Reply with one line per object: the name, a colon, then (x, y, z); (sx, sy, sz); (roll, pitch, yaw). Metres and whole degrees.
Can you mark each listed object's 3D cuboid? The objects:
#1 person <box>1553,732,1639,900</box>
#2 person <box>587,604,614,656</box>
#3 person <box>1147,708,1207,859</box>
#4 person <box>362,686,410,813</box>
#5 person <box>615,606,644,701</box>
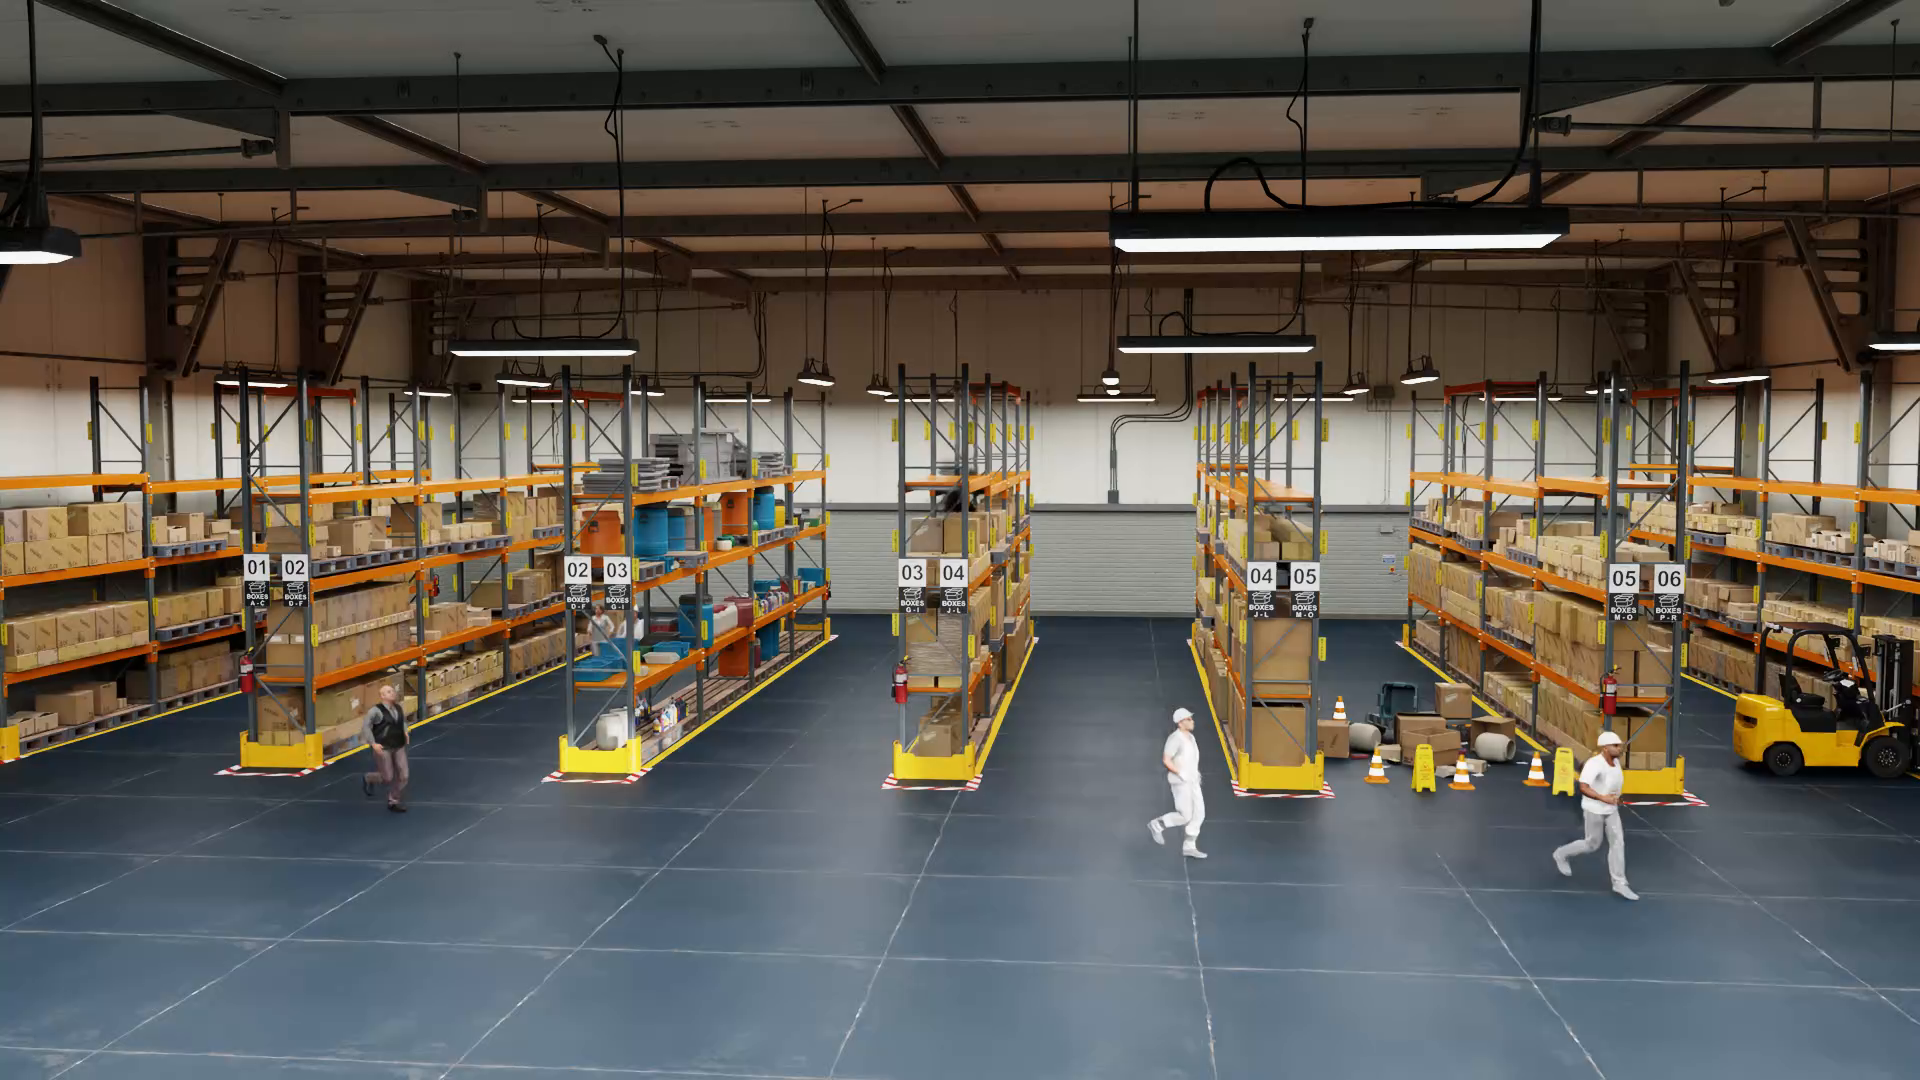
person: (6.972, 2.957, 18.157); (0.726, 1.758, 1.023); (-3, 5, -39)
person: (-7.240, 2.066, 33.401); (0.521, 1.561, 0.570); (0, 4, -2)
person: (2.593, 2.867, 19.726); (0.743, 1.755, 0.656); (2, 4, 34)
person: (-7.606, 2.764, 22.063); (0.643, 1.677, 0.678); (3, 4, 35)
person: (-6.116, 2.097, 31.170); (0.661, 1.772, 0.943); (0, 4, -1)
